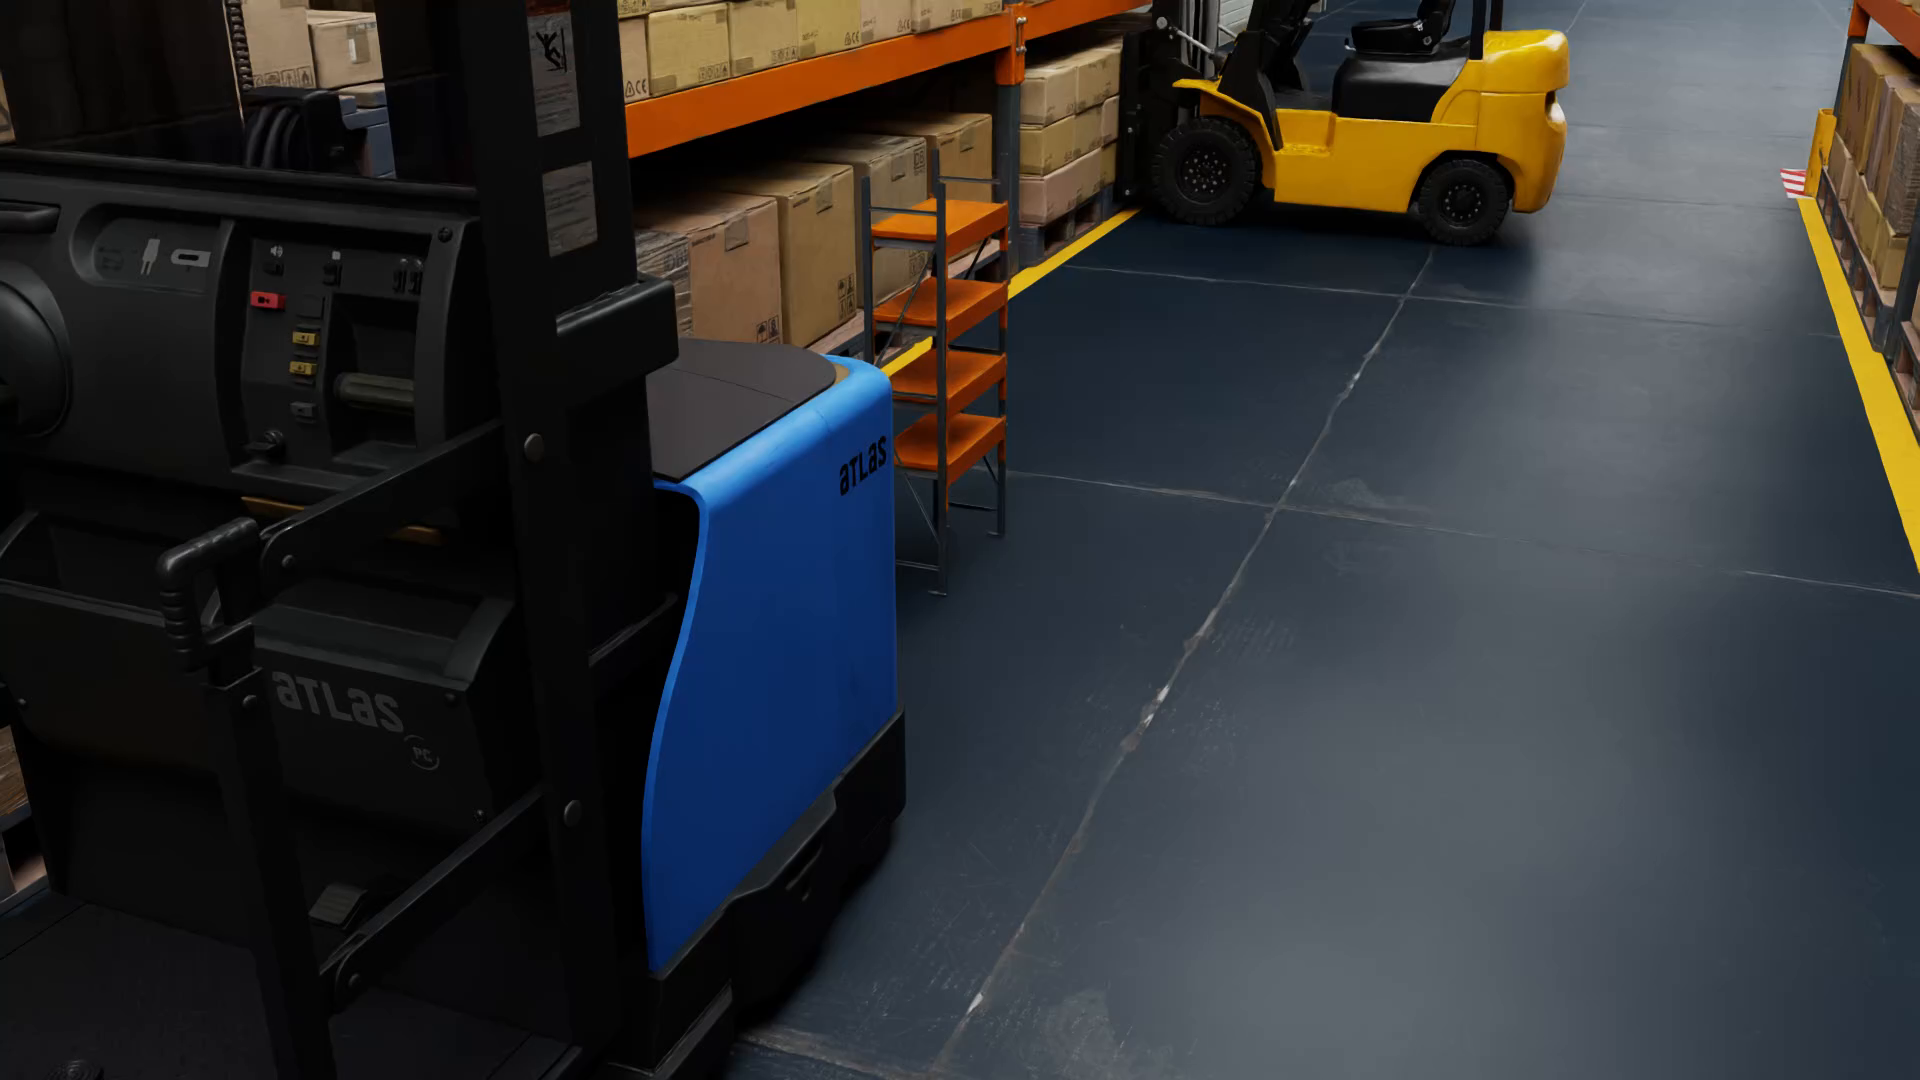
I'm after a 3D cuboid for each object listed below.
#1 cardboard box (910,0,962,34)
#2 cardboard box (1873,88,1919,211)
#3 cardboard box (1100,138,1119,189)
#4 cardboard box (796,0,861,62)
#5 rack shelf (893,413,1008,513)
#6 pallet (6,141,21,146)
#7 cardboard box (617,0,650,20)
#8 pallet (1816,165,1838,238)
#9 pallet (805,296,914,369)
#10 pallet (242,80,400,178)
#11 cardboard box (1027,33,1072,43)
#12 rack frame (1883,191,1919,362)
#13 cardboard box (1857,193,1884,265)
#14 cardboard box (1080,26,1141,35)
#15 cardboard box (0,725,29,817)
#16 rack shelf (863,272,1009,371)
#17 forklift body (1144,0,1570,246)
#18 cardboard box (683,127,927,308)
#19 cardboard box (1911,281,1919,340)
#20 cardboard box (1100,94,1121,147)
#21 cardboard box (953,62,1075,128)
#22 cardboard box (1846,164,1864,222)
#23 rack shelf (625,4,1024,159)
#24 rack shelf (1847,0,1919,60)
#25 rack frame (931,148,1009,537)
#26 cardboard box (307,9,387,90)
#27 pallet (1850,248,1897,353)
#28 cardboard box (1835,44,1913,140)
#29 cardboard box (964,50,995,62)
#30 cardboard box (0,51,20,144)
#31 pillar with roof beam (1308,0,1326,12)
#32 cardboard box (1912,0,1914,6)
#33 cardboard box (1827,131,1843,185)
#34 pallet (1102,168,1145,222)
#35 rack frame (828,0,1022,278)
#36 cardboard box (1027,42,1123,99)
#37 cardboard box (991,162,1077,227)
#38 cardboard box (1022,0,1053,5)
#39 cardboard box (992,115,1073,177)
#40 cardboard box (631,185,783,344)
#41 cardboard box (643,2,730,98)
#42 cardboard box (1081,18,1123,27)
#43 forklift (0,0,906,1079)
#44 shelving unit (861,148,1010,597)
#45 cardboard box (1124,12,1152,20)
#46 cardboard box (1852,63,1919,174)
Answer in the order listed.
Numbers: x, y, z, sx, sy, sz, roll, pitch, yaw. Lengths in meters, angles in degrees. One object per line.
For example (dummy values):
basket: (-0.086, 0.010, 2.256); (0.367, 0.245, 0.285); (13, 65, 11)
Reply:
cardboard box: (-0.313, -2.334, 7.141); (0.500, 0.250, 0.500); (9, 24, 20)
cardboard box: (4.580, -1.796, 7.708); (0.500, 0.500, 0.500); (9, 24, 21)
cardboard box: (0.650, -2.223, 9.702); (0.500, 0.250, 0.500); (9, 24, 21)
cardboard box: (-0.711, -1.975, 6.282); (0.500, 0.250, 0.500); (10, 25, 22)
rack shelf: (-0.061, -0.249, 4.979); (0.258, 0.148, 0.480); (9, 24, 20)
pallet: (-2.391, -0.585, 3.009); (1.003, 0.211, 1.213); (9, 24, 20)
cardboard box: (-1.258, -1.652, 4.860); (0.500, 0.250, 0.500); (9, 24, 20)
pallet: (5.546, -1.925, 9.584); (1.003, 0.211, 1.213); (9, 24, 20)
pallet: (-0.876, -0.808, 6.911); (1.003, 0.211, 1.213); (9, 24, 20)
pallet: (-1.860, -1.030, 4.072); (1.213, 0.211, 1.003); (9, 24, 20)
cardboard box: (0.370, -2.936, 10.112); (0.500, 0.250, 0.500); (8, 24, 19)
rack frame: (4.423, -2.093, 6.368); (1.000, 3.000, 0.127); (9, 24, 20)
cardboard box: (4.581, -1.460, 7.876); (0.500, 0.250, 0.500); (8, 24, 19)
cardboard box: (1.055, -3.045, 10.373); (0.500, 0.250, 0.500); (9, 24, 21)
cardboard box: (-2.194, 0.325, 3.279); (0.500, 0.500, 0.500); (8, 24, 18)
rack shelf: (-0.061, -0.639, 4.817); (0.258, 0.148, 0.480); (9, 24, 20)
forklift body: (2.288, -2.902, 9.407); (2.313, 2.155, 1.214); (9, 24, 20)
cardboard box: (-0.666, -1.435, 7.330); (0.875, 0.625, 0.625); (9, 24, 20)
cardboard box: (4.230, -0.886, 6.344); (0.950, 0.372, 0.625); (9, 24, 21)
cardboard box: (0.662, -2.445, 9.587); (0.500, 0.250, 0.500); (9, 24, 20)
cardboard box: (0.284, -2.317, 8.630); (0.500, 0.250, 0.500); (8, 24, 19)
cardboard box: (4.964, -1.821, 8.741); (0.500, 0.250, 0.500); (11, 25, 24)
rack shelf: (-0.930, -1.754, 6.492); (1.077, 0.370, 4.000); (9, 24, 20)
rack shelf: (5.166, -2.477, 8.221); (1.077, 0.370, 4.000); (9, 24, 20)
rack frame: (0.029, -0.582, 5.086); (0.240, 1.200, 0.015); (9, 24, 20)
cardboard box: (-1.561, -1.159, 3.913); (0.380, 0.149, 0.250); (9, 24, 21)
pallet: (4.639, -1.051, 7.493); (1.003, 0.211, 1.213); (9, 24, 20)
cardboard box: (5.344, -2.538, 9.483); (0.500, 0.500, 0.500); (8, 24, 18)
cardboard box: (-0.010, -2.576, 9.250); (0.500, 0.250, 0.500); (8, 24, 19)
cardboard box: (-2.108, -1.001, 3.077); (0.797, 0.503, 0.637); (8, 24, 19)
pillar with roof beam: (8.657, -10.559, 18.855); (9.100, 9.000, 0.400); (9, 24, 20)
cardboard box: (4.756, -2.587, 7.877); (0.380, 0.149, 0.250); (8, 24, 19)
cardboard box: (5.352, -2.200, 9.648); (0.500, 0.250, 0.500); (9, 24, 20)
pallet: (0.599, -2.232, 10.320); (1.003, 0.211, 1.213); (9, 24, 20)
rack frame: (-0.187, -2.802, 8.067); (1.000, 3.000, 0.127); (9, 24, 20)
cardboard box: (0.657, -2.678, 9.495); (0.500, 0.250, 0.500); (10, 25, 22)
cardboard box: (0.300, -1.853, 8.816); (0.500, 0.250, 0.500); (9, 24, 21)
cardboard box: (0.220, -2.970, 8.338); (0.500, 0.500, 0.500); (8, 24, 19)
cardboard box: (0.279, -2.087, 8.728); (0.500, 0.250, 0.500); (9, 24, 20)
cardboard box: (-1.193, -0.925, 6.109); (0.875, 0.625, 0.625); (10, 25, 22)
cardboard box: (-1.090, -1.605, 5.394); (0.500, 0.250, 0.500); (8, 24, 19)
cardboard box: (0.762, -3.296, 10.974); (0.500, 0.250, 0.500); (9, 24, 20)
forklift: (-1.142, -0.265, 2.082); (1.130, 2.935, 3.031); (9, 24, 20)
shelving unit: (-0.061, -0.494, 4.877); (0.258, 1.200, 0.503); (9, 24, 20)
cardboard box: (1.417, -3.410, 11.248); (0.500, 0.250, 0.500); (10, 25, 22)
cardboard box: (4.960, -2.171, 8.607); (0.500, 0.500, 0.500); (9, 24, 21)
